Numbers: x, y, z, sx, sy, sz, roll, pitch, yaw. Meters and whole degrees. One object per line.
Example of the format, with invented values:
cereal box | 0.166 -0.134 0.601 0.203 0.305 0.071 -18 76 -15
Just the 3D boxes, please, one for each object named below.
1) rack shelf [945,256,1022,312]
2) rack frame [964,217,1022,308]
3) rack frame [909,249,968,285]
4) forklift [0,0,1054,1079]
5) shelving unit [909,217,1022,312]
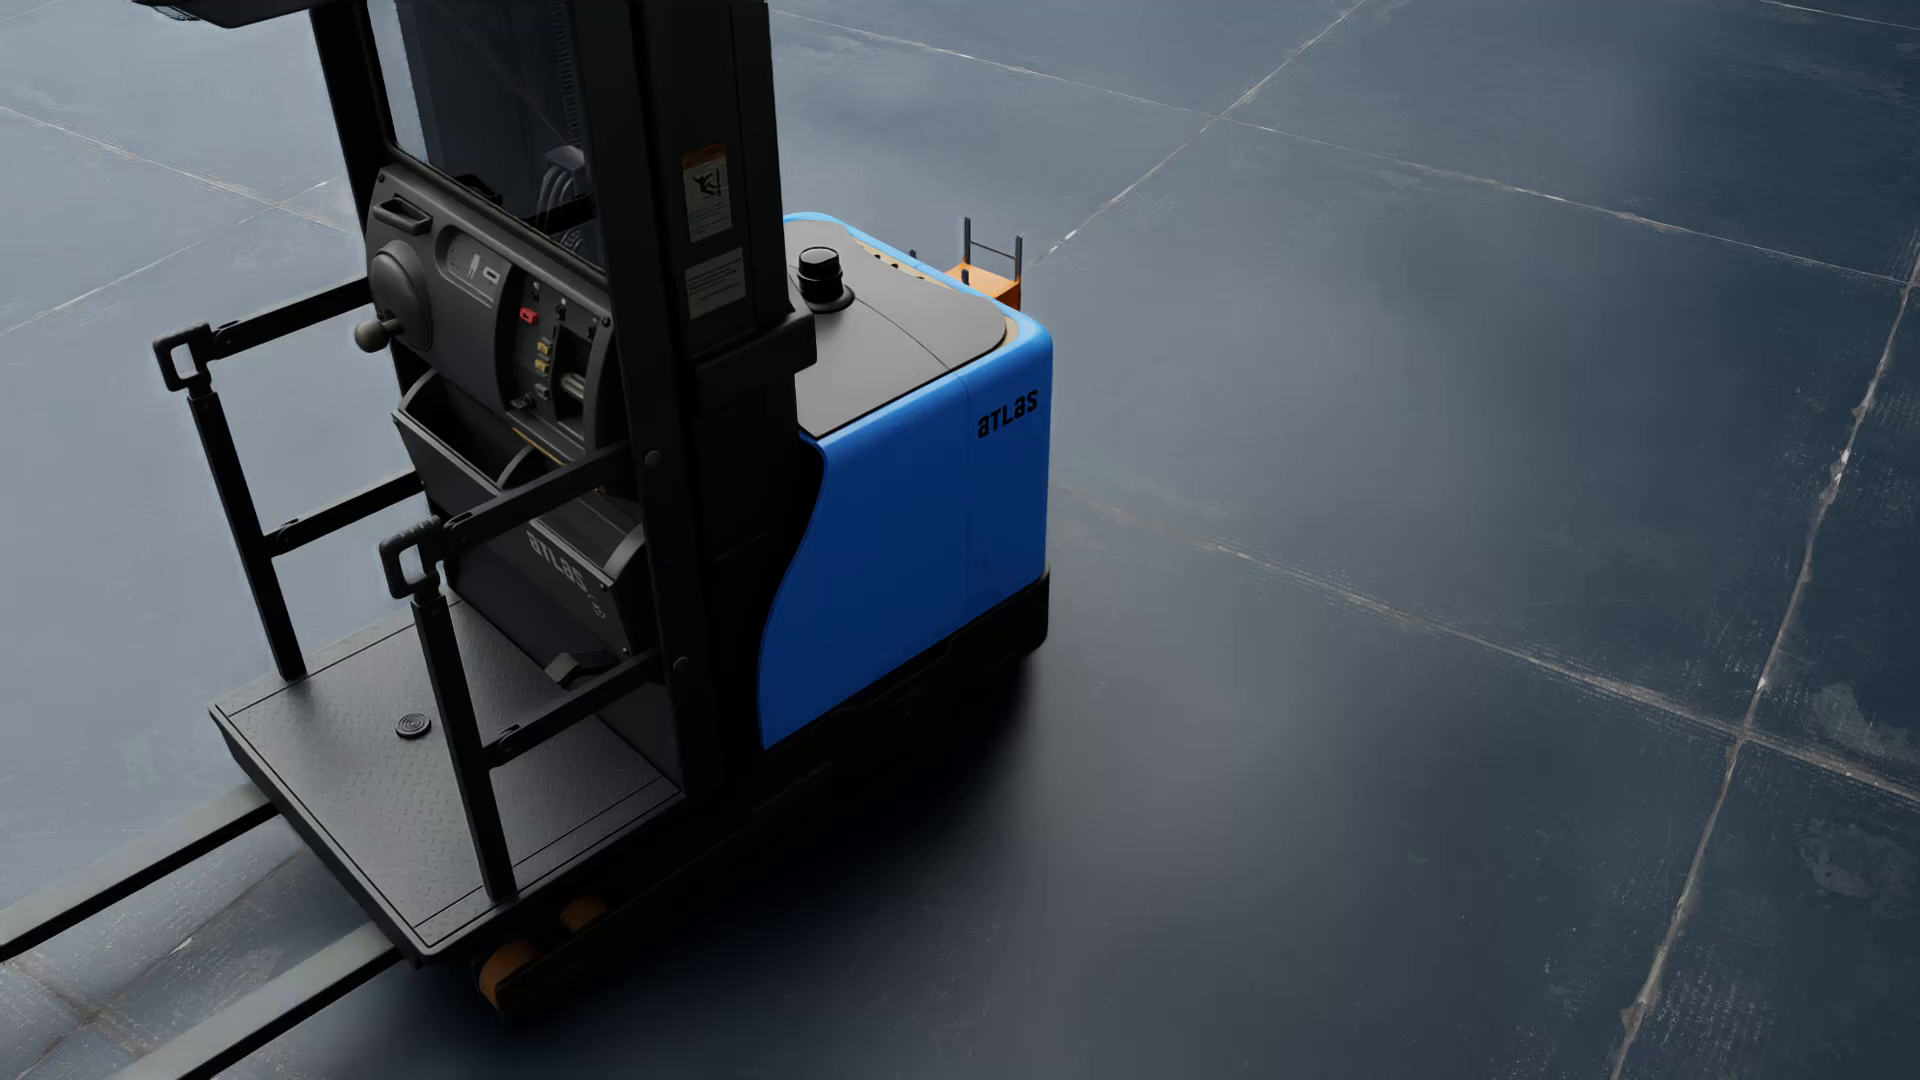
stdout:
rack shelf | 0.017 -0.621 4.748 0.215 0.259 0.240 26 44 29
rack frame | 0.092 -0.463 4.990 0.200 1.050 0.008 26 44 29
rack frame | -0.058 -0.346 4.838 0.200 1.050 0.008 26 44 29
forklift | -1.159 -0.432 3.409 3.031 2.935 1.130 -30 47 -33
shelving unit | 0.017 -0.404 4.914 0.215 1.050 0.252 26 44 29
